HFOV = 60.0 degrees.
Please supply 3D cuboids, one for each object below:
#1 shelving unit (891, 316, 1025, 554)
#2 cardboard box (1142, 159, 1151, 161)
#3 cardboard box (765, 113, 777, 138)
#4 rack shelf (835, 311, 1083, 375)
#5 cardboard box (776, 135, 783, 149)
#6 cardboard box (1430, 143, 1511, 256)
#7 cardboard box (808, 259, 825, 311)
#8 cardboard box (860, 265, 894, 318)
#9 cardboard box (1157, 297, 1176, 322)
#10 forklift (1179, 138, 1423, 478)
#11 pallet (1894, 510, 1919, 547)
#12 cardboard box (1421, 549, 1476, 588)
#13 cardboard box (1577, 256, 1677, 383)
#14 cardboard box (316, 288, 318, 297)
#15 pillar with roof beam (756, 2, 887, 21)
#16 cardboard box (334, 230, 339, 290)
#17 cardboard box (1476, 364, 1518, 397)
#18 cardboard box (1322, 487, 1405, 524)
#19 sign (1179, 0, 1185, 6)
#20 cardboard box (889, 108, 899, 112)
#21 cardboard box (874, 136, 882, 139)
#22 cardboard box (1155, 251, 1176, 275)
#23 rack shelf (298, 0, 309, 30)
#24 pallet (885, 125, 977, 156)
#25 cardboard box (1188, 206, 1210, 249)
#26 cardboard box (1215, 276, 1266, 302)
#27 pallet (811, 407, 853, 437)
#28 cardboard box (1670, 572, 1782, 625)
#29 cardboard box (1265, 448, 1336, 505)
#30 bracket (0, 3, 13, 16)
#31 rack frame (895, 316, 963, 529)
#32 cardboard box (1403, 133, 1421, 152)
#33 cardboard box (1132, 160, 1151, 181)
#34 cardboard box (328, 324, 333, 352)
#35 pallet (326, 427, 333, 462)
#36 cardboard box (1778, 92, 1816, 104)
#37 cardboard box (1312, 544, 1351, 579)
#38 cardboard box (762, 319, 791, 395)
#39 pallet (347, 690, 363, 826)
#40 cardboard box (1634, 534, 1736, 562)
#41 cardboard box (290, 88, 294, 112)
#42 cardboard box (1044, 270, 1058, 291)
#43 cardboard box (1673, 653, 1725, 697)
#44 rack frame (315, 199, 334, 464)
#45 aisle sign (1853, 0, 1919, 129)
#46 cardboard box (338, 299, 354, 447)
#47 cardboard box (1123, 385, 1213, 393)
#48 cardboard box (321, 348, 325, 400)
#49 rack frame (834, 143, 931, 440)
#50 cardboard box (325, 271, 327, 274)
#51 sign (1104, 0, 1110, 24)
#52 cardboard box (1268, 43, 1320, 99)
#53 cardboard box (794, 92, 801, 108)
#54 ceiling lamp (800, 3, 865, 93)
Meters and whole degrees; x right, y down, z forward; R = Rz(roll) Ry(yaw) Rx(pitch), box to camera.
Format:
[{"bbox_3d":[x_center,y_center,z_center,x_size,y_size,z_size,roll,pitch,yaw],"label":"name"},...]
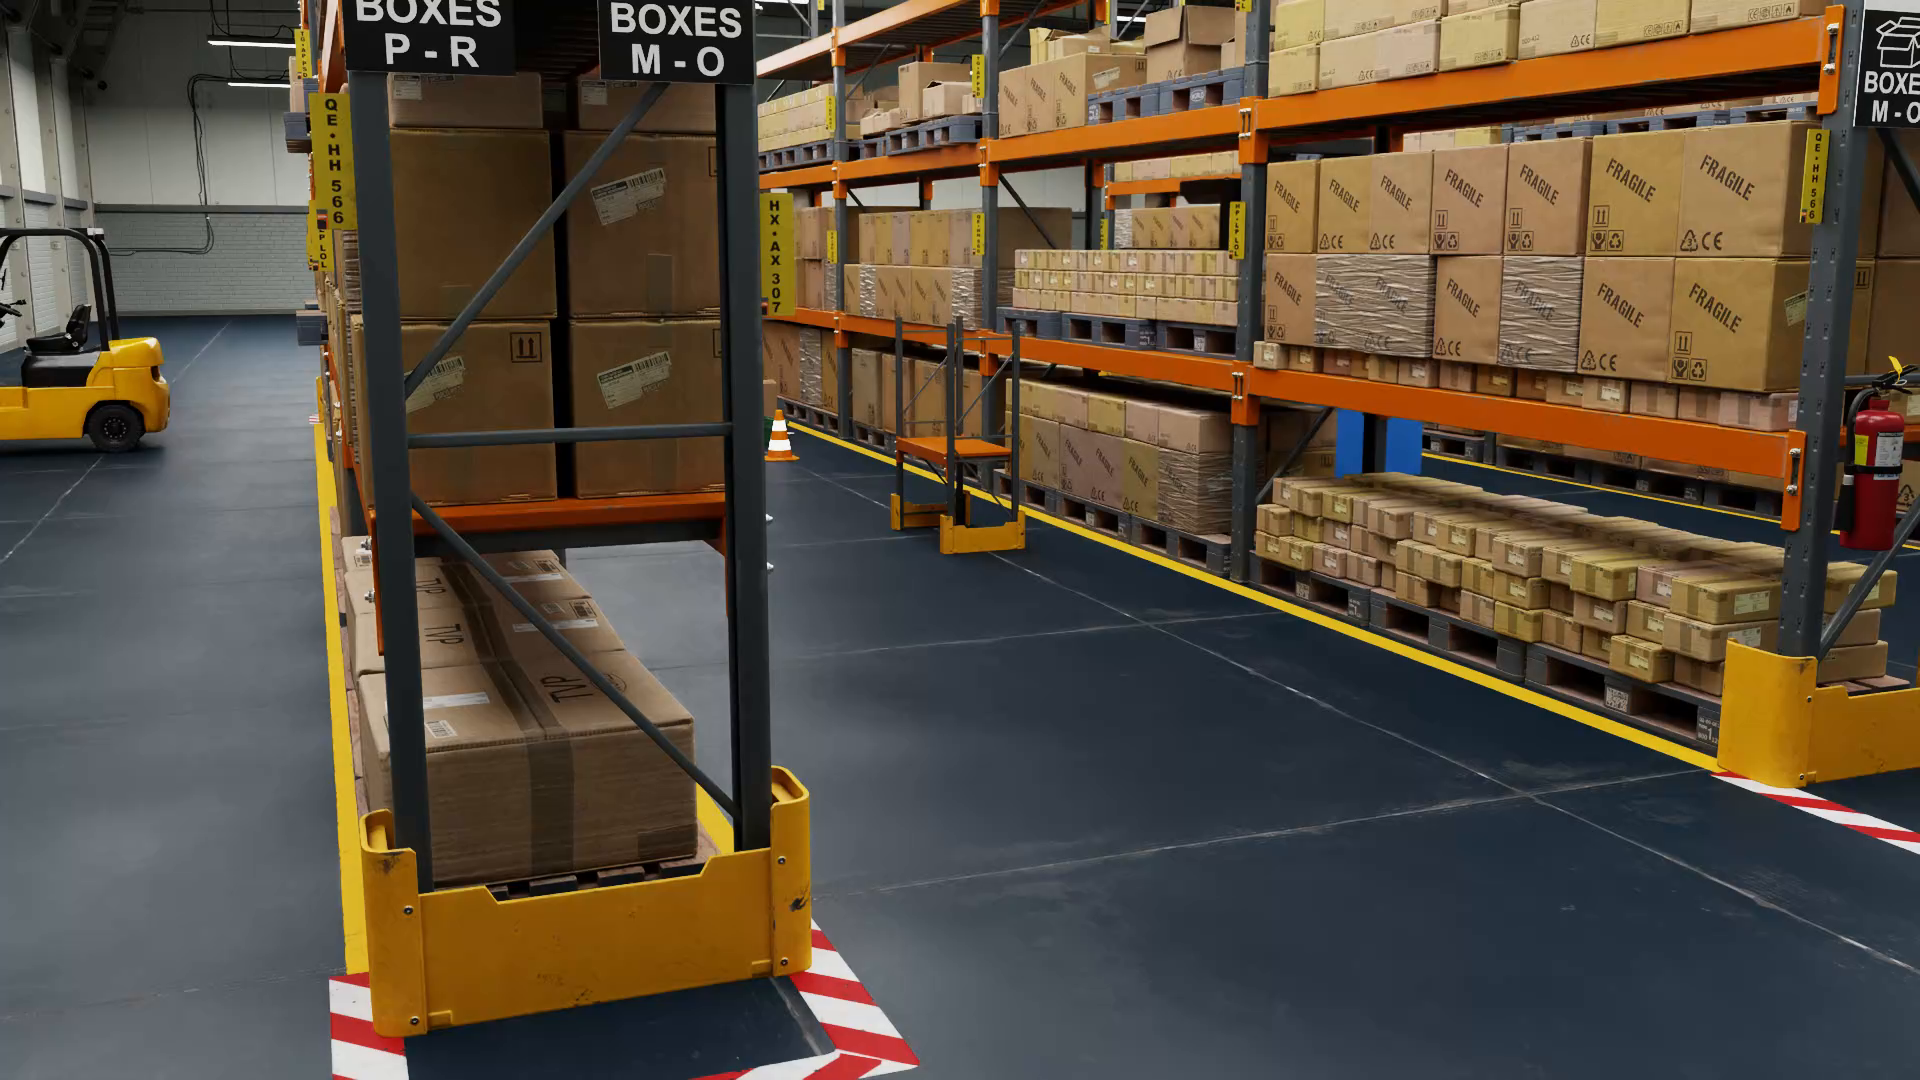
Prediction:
[{"bbox_3d":[-0.028,-0.751,11.359,0.587,1.500,1.083,-4,11,-21],"label":"shelving unit"},{"bbox_3d":[2.551,-4.917,21.223,0.380,0.149,0.250,-3,11,-19],"label":"cardboard box"},{"bbox_3d":[-1.931,-4.755,19.117,0.500,0.250,0.500,-4,11,-21],"label":"cardboard box"},{"bbox_3d":[-0.061,-1.876,15.458,1.077,0.370,4.000,-4,11,-21],"label":"rack shelf"},{"bbox_3d":[-1.860,-4.495,18.794,0.380,0.149,0.250,-4,11,-20],"label":"cardboard box"},{"bbox_3d":[2.590,-1.598,7.851,0.500,0.500,0.500,-4,11,-23],"label":"cardboard box"},{"bbox_3d":[-1.151,-2.779,18.048,0.875,0.550,0.550,-4,11,-21],"label":"cardboard box"},{"bbox_3d":[-0.662,-2.421,16.180,0.500,0.500,0.500,-4,11,-20],"label":"cardboard box"},{"bbox_3d":[1.511,-1.511,10.866,0.380,0.149,0.250,-4,11,-24],"label":"cardboard box"},{"bbox_3d":[2.426,-1.830,13.340,1.130,2.935,3.031,-4,11,-22],"label":"forklift"},{"bbox_3d":[6.975,-0.048,11.085,1.003,0.211,1.213,-4,11,-21],"label":"pallet"},{"bbox_3d":[2.515,0.129,8.220,0.380,0.149,0.250,-4,11,-20],"label":"cardboard box"},{"bbox_3d":[2.978,-0.935,6.979,0.500,0.500,0.500,-4,11,-22],"label":"cardboard box"},{"bbox_3d":[-6.523,-2.813,17.532,0.500,0.500,0.500,-4,11,-22],"label":"cardboard box"},{"bbox_3d":[-5.003,-15.744,49.398,6.894,0.400,0.400,-4,11,-21],"label":"pillar with roof beam"},{"bbox_3d":[-2.340,-1.286,6.945,0.500,0.500,0.500,-4,11,-22],"label":"cardboard box"},{"bbox_3d":[2.685,-0.768,7.890,0.380,0.149,0.250,-4,11,-20],"label":"cardboard box"},{"bbox_3d":[2.227,-0.191,9.172,0.380,0.149,0.250,-4,11,-22],"label":"cardboard box"},{"bbox_3d":[2.949,-7.032,22.136,0.100,0.325,0.005,-4,11,-21],"label":"sign"},{"bbox_3d":[-0.381,-4.111,16.344,0.500,0.250,0.500,-4,11,-20],"label":"cardboard box"},{"bbox_3d":[-0.697,-4.289,17.637,0.380,0.149,0.250,-4,11,-21],"label":"cardboard box"},{"bbox_3d":[1.501,-1.809,10.846,0.380,0.149,0.250,-4,11,-21],"label":"cardboard box"},{"bbox_3d":[-4.638,-4.303,13.109,1.077,0.370,4.000,-4,11,-21],"label":"rack shelf"},{"bbox_3d":[-0.027,-3.572,14.911,1.003,0.211,1.213,-3,11,-18],"label":"pallet"},{"bbox_3d":[3.091,-3.762,20.017,0.500,0.500,0.500,-4,11,-21],"label":"cardboard box"},{"bbox_3d":[1.785,-1.533,10.143,0.380,0.149,0.250,-4,11,-19],"label":"cardboard box"},{"bbox_3d":[-0.988,-1.313,18.200,1.003,0.211,1.213,-4,11,-21],"label":"pallet"},{"bbox_3d":[3.135,0.235,6.775,0.380,0.149,0.250,-4,11,-20],"label":"cardboard box"},{"bbox_3d":[2.093,-0.365,10.844,0.500,0.500,0.500,-3,11,-19],"label":"cardboard box"},{"bbox_3d":[-17.133,-9.591,29.366,0.076,0.066,4.783,-4,11,-21],"label":"bracket"},{"bbox_3d":[-0.215,-0.835,11.834,0.500,1.500,0.032,-4,11,-21],"label":"rack frame"},{"bbox_3d":[4.551,-3.830,16.248,0.500,0.250,0.500,-4,11,-19],"label":"cardboard box"},{"bbox_3d":[2.551,-4.732,21.323,0.500,0.250,0.500,-4,11,-22],"label":"cardboard box"},{"bbox_3d":[-3.970,-1.404,11.175,0.500,0.250,0.500,-4,11,-22],"label":"cardboard box"},{"bbox_3d":[-5.639,-0.961,16.220,1.003,0.211,1.213,-4,11,-21],"label":"pallet"},{"bbox_3d":[6.459,-3.374,12.313,0.500,0.311,0.500,-4,11,-23],"label":"cardboard box"},{"bbox_3d":[2.181,0.106,9.200,0.380,0.149,0.250,-4,11,-21],"label":"cardboard box"},{"bbox_3d":[-1.928,-2.264,20.452,0.875,0.875,0.875,-4,11,-21],"label":"cardboard box"},{"bbox_3d":[-1.815,0.781,6.428,1.003,0.211,1.213,-4,11,-21],"label":"pallet"},{"bbox_3d":[3.339,0.077,7.667,0.380,0.149,0.250,-4,11,-24],"label":"cardboard box"},{"bbox_3d":[-5.340,-3.633,13.941,0.500,0.250,0.500,-4,11,-22],"label":"cardboard box"},{"bbox_3d":[0.852,-1.955,12.512,0.380,0.149,0.250,-4,11,-23],"label":"cardboard box"},{"bbox_3d":[3.178,0.526,6.840,0.380,0.149,0.250,-4,11,-20],"label":"cardboard box"},{"bbox_3d":[-5.363,-2.226,15.372,1.000,3.000,0.127,-4,11,-21],"label":"rack frame"},{"bbox_3d":[3.310,-1.847,5.817,0.394,0.787,0.004,-4,11,-21],"label":"aisle sign"},{"bbox_3d":[-1.998,-0.629,6.103,0.500,0.500,0.500,-4,11,-19],"label":"cardboard box"},{"bbox_3d":[1.519,-0.989,12.211,0.500,0.250,0.500,-4,11,-20],"label":"cardboard box"},{"bbox_3d":[-6.199,-1.694,16.891,0.500,0.500,0.500,-3,11,-18],"label":"cardboard box"},{"bbox_3d":[-0.786,-2.557,17.230,1.000,3.000,0.127,-4,11,-21],"label":"rack frame"},{"bbox_3d":[-3.962,-2.019,11.065,0.500,0.500,0.500,-4,11,-23],"label":"cardboard box"},{"bbox_3d":[1.918,-6.926,21.770,0.100,0.325,0.005,-4,11,-21],"label":"sign"},{"bbox_3d":[2.035,-2.562,9.121,0.500,0.250,0.500,-3,11,-18],"label":"cardboard box"},{"bbox_3d":[-1.583,-4.764,18.026,0.380,0.149,0.250,-4,11,-21],"label":"cardboard box"},{"bbox_3d":[-3.601,-13.705,46.104,2.000,3.185,0.800,-4,11,-21],"label":"ceiling lamp"}]
